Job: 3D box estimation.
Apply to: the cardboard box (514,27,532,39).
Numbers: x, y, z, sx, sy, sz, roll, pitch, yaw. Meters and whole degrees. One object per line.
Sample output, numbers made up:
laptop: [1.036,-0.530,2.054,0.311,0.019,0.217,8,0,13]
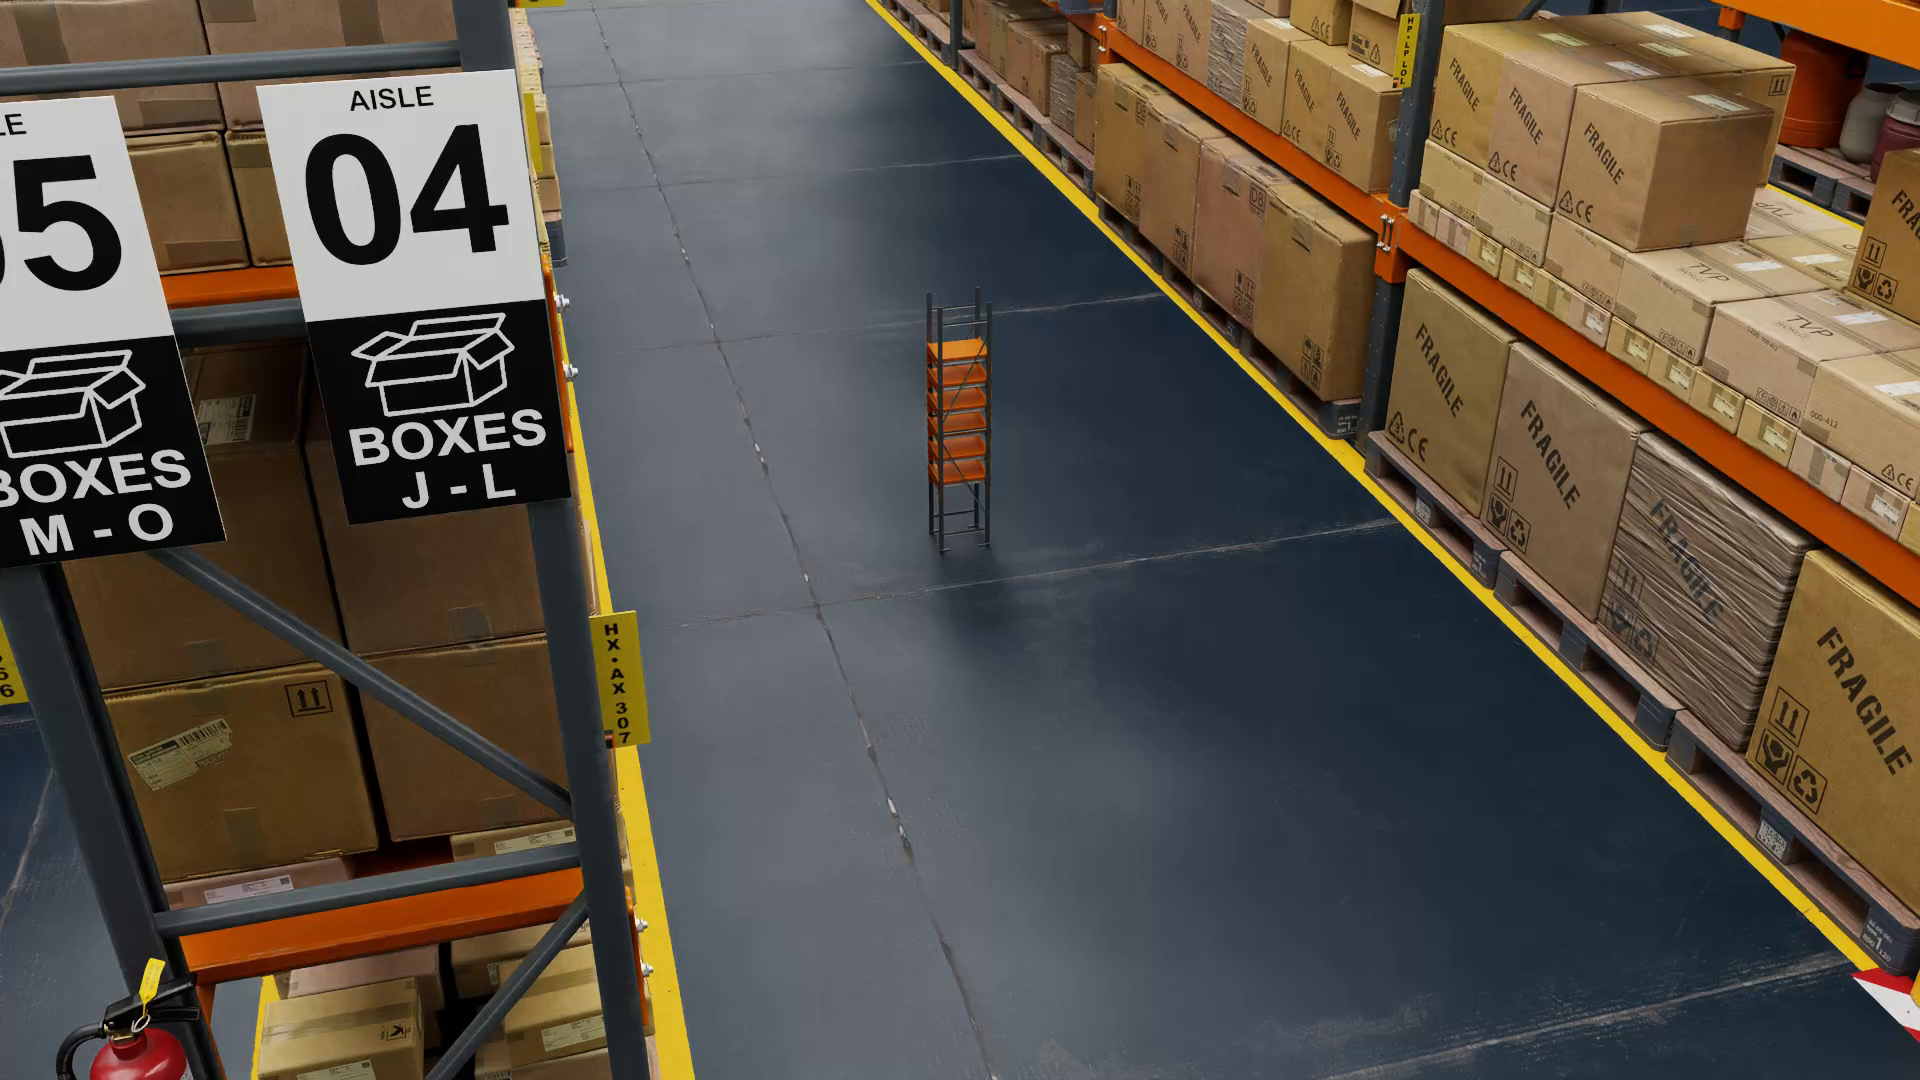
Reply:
cardboard box: [-2.286,-2.402,8.144,0.380,0.149,0.250,-7,31,-11]

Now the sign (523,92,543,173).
sign: [-1.759,-1.646,6.736,0.100,0.325,0.005,-8,31,-13]

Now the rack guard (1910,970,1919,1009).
rack guard: [3.596,1.219,5.145,1.175,0.500,0.348,-8,31,-13]

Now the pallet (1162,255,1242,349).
pallet: [1.923,-1.553,10.222,1.003,0.211,1.213,-8,31,-13]

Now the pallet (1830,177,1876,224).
pallet: [6.812,-2.227,11.387,1.003,0.211,1.213,-8,31,-13]

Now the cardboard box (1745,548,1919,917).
cardboard box: [3.343,0.565,5.482,0.875,0.875,0.875,-8,31,-13]

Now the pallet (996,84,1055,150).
pallet: [0.940,-3.497,13.582,1.003,0.211,1.213,-8,31,-13]

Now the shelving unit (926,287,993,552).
shelving unit: [-0.004,-0.526,7.462,0.258,1.200,0.189,-8,31,-13]

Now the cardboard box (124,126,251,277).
cardboard box: [-1.595,-0.682,3.089,0.500,0.250,0.500,-9,31,-14]

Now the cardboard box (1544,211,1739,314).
cardboard box: [2.671,-1.118,6.541,0.500,0.250,0.500,-7,31,-12]

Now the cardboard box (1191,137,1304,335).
cardboard box: [2.101,-1.807,9.579,1.225,0.875,0.875,-9,31,-15]

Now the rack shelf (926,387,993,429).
rack shelf: [-0.004,-0.592,7.424,0.258,0.103,0.180,-8,31,-13]

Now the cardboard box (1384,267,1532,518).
cardboard box: [2.626,-0.739,7.735,0.875,0.875,0.875,-8,31,-13]

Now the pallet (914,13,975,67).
pallet: [0.193,-4.783,15.803,1.003,0.211,1.213,-8,31,-13]

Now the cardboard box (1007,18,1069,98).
cardboard box: [0.804,-3.977,13.682,0.700,0.500,0.500,-11,32,-18]

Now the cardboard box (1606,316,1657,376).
cardboard box: [2.701,-0.758,6.316,0.380,0.149,0.250,-9,31,-15]

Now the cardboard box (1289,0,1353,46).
cardboard box: [2.180,-2.924,8.707,0.797,0.503,0.637,-8,31,-13]

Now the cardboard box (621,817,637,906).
cardboard box: [-1.163,0.976,4.901,0.380,0.149,0.250,-8,31,-13]

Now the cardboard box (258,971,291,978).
cardboard box: [-1.806,1.071,4.737,0.380,0.149,0.250,-9,31,-14]

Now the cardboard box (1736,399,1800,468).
cardboard box: [2.906,-0.387,5.676,0.380,0.149,0.250,-9,31,-14]

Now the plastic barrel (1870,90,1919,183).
plastic barrel: [6.688,-2.756,11.505,0.600,0.588,0.708,-8,31,-13]

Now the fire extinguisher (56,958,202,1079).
fire extinguisher: [-1.597,1.114,3.281,0.296,0.674,0.183,-8,31,-13]

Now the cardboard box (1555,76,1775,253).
cardboard box: [2.675,-1.440,6.348,0.500,0.500,0.500,-9,31,-15]

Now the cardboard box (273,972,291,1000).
cardboard box: [-1.774,1.192,4.827,0.380,0.149,0.250,-9,31,-15]

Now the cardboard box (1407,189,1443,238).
cardboard box: [2.286,-1.511,7.617,0.380,0.149,0.250,-8,31,-13]

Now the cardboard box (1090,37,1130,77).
cardboard box: [1.260,-3.491,12.095,0.500,0.250,0.500,-7,31,-11]

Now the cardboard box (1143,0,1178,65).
cardboard box: [1.472,-3.262,10.292,0.500,0.500,0.500,-9,31,-15]

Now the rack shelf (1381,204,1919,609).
rack shelf: [3.059,-0.529,6.388,1.077,0.370,4.000,-8,31,-13]

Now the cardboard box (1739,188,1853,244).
cardboard box: [3.174,-1.196,6.675,0.500,0.250,0.500,-7,31,-12]

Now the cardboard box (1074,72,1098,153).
cardboard box: [1.269,-3.168,12.285,0.700,0.500,0.500,-9,31,-16]

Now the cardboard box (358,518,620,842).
cardboard box: [-1.072,0.310,3.823,0.500,0.500,0.500,-6,31,-11]

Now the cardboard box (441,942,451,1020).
cardboard box: [-1.713,1.312,4.916,0.380,0.149,0.250,-8,31,-14]

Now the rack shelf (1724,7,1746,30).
rack shelf: [6.773,-3.120,10.864,1.077,0.370,4.000,-8,31,-13]

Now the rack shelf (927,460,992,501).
rack shelf: [-0.004,-0.280,7.604,0.258,0.103,0.180,-8,31,-13]

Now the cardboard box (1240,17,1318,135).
cardboard box: [1.871,-2.531,9.028,0.500,0.500,0.500,-8,31,-14]

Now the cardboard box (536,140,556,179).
cardboard box: [-1.942,-1.649,7.139,0.380,0.149,0.250,-7,31,-12]

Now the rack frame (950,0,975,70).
rack frame: [0.405,-5.670,14.552,1.000,3.000,0.127,-8,31,-13]

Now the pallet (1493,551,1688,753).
pallet: [2.982,0.368,6.903,1.003,0.211,1.213,-8,31,-13]

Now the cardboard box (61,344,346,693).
cardboard box: [-1.580,-0.057,3.459,0.500,0.500,0.500,-8,31,-14]

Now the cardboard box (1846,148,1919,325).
cardboard box: [3.447,-1.022,5.625,0.500,0.500,0.500,-9,31,-15]

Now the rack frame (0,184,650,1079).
rack frame: [-1.219,0.736,3.484,1.000,3.000,0.127,-8,31,-13]

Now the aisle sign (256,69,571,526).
aisle sign: [-0.910,-0.394,2.841,0.394,0.787,0.004,-8,31,-13]

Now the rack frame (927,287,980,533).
rack frame: [-0.028,-0.570,7.538,0.240,1.200,0.006,-8,31,-13]

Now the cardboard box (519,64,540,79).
cardboard box: [-2.087,-2.036,7.511,0.380,0.149,0.250,-8,31,-13]

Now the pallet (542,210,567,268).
pallet: [-2.343,-1.501,7.541,1.003,0.211,1.213,-8,31,-13]

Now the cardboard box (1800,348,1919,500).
cardboard box: [3.071,-0.382,5.269,0.500,0.250,0.500,-8,31,-14]

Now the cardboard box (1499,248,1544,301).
cardboard box: [2.498,-1.130,6.959,0.380,0.149,0.250,-9,31,-15]

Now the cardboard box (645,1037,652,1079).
cardboard box: [-1.049,1.492,4.604,0.380,0.149,0.250,-7,31,-12]

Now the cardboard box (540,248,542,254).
cardboard box: [-1.222,-0.364,3.989,0.500,0.500,0.500,-7,31,-12]

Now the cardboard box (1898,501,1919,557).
cardboard box: [3.107,-0.020,5.040,0.380,0.149,0.250,-8,31,-13]
